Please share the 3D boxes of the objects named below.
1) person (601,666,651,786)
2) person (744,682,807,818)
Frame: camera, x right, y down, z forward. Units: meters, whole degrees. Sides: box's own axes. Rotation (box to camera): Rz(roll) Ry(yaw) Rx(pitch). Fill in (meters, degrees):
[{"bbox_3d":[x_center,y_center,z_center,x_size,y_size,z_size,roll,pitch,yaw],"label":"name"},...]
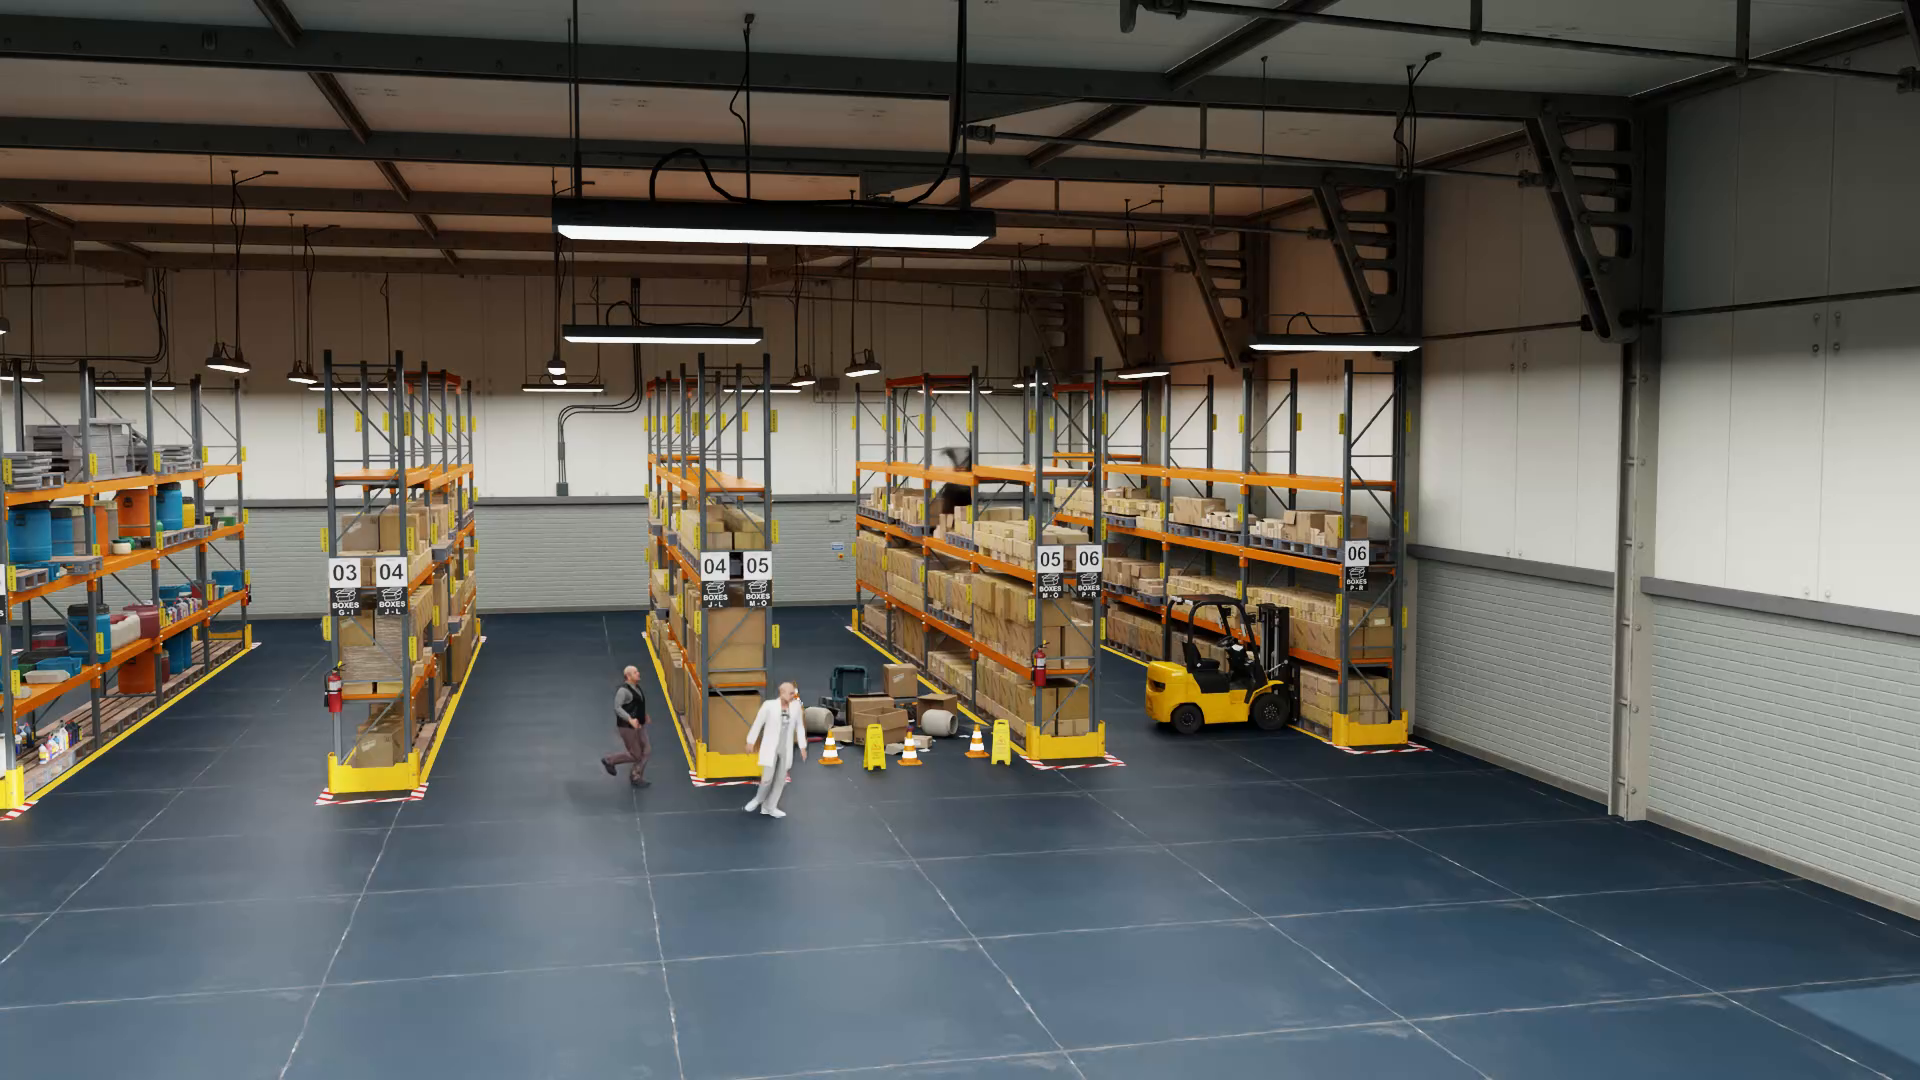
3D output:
[{"bbox_3d":[-4.610,2.573,23.026,0.688,1.676,0.672,1,4,16],"label":"person"},{"bbox_3d":[-2.351,2.756,21.189,0.743,1.566,0.568,-2,5,-30],"label":"person"}]
